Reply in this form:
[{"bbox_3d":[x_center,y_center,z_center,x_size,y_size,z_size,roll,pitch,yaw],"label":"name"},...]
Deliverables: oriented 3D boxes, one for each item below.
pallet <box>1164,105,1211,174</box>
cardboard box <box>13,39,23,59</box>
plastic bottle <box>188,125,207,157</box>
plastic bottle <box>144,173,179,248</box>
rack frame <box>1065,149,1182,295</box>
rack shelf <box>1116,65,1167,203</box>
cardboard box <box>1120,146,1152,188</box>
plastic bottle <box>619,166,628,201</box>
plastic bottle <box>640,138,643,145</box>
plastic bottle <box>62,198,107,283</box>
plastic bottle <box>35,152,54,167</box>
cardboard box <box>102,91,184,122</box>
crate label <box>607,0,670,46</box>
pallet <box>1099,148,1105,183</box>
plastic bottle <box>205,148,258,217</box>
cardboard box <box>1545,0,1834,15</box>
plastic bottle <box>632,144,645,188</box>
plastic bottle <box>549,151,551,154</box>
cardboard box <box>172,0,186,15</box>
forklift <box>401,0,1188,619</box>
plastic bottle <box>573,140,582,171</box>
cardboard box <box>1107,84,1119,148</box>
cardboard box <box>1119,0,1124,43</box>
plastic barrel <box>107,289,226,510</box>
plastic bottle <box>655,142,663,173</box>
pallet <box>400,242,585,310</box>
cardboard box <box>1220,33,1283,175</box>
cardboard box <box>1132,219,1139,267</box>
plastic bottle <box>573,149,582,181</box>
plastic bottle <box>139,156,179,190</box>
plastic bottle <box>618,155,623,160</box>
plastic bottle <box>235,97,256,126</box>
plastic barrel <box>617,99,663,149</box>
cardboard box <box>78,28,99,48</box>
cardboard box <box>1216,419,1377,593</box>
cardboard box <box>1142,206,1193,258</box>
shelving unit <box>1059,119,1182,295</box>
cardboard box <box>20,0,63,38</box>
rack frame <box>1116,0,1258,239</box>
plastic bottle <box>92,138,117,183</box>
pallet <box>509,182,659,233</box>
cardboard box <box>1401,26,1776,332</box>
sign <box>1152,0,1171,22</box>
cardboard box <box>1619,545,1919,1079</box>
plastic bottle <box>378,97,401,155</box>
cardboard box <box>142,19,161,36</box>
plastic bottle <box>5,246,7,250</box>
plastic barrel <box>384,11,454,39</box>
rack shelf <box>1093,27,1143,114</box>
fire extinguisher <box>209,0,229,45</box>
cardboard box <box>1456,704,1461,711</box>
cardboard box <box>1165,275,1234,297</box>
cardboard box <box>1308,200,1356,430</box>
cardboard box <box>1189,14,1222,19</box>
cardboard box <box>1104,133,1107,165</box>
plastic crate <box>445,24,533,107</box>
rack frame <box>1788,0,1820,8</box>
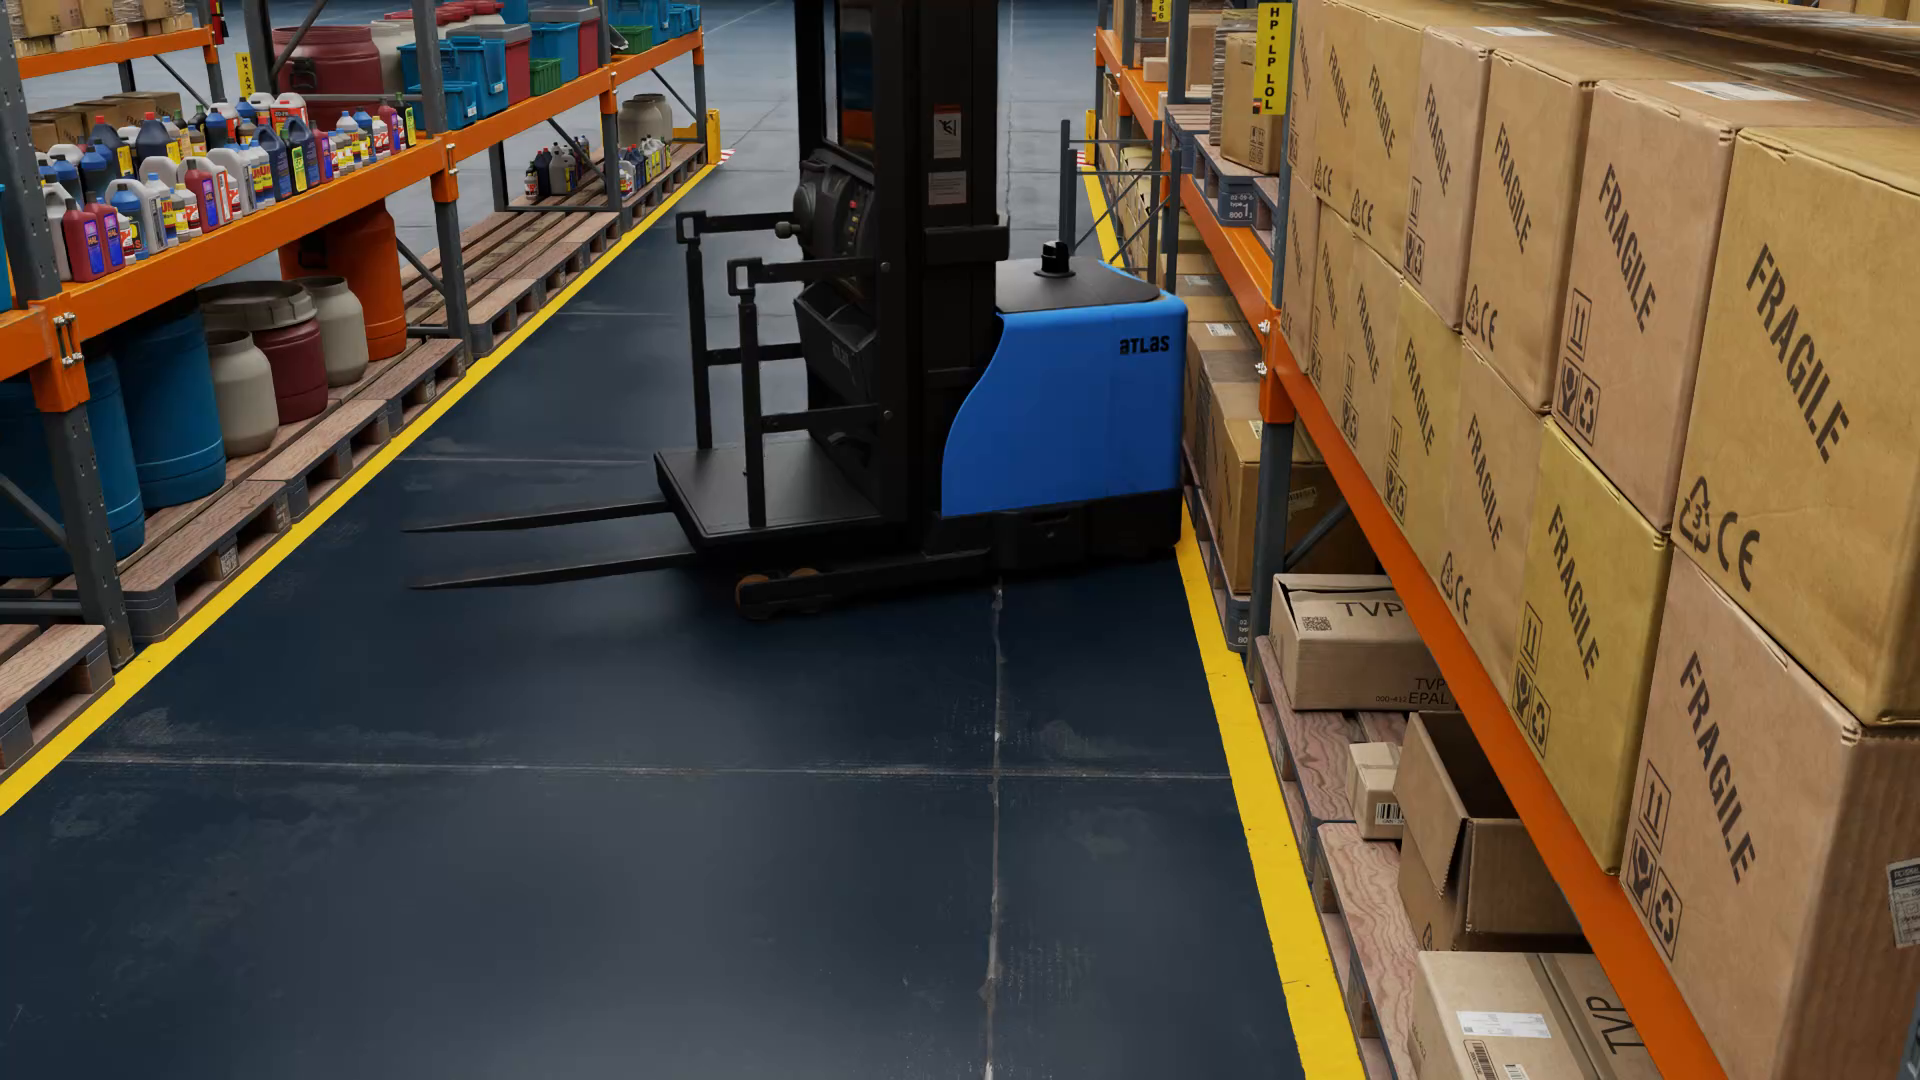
[{"bbox_3d":[1.670,-2.020,8.352,1.213,0.211,1.003,1,21,2],"label":"pallet"},{"bbox_3d":[-7.832,-3.959,13.433,0.380,0.149,0.250,1,21,2],"label":"cardboard box"},{"bbox_3d":[-3.716,-1.908,8.074,0.097,0.201,0.097,0,21,0],"label":"plastic bottle"},{"bbox_3d":[-3.015,-1.242,6.260,0.097,0.271,0.097,0,21,0],"label":"plastic bottle"},{"bbox_3d":[0.724,-1.018,7.580,0.500,1.500,0.032,1,21,2],"label":"rack frame"},{"bbox_3d":[1.681,-2.743,10.945,1.077,0.370,4.000,1,21,2],"label":"rack shelf"},{"bbox_3d":[1.481,-2.830,12.621,0.500,0.311,0.500,1,21,2],"label":"cardboard box"},{"bbox_3d":[-2.761,-2.901,13.521,0.097,0.271,0.097,0,21,0],"label":"plastic bottle"},{"bbox_3d":[-2.846,-3.483,15.006,0.061,0.283,0.133,1,21,2],"label":"plastic bottle"},{"bbox_3d":[-3.015,-1.038,5.719,0.061,0.283,0.133,1,21,2],"label":"plastic bottle"},{"bbox_3d":[-3.733,-1.416,6.702,0.152,0.276,0.135,1,21,2],"label":"plastic bottle"},{"bbox_3d":[-8.074,-4.163,16.485,0.500,0.500,0.500,5,22,12],"label":"cardboard box"},{"bbox_3d":[-2.873,-4.651,14.821,0.502,0.435,0.616,1,21,2],"label":"crate label"},{"bbox_3d":[1.882,-3.670,16.197,1.003,0.211,1.213,1,21,2],"label":"pallet"},{"bbox_3d":[-3.022,-1.488,6.890,0.152,0.276,0.135,1,21,2],"label":"plastic bottle"},{"bbox_3d":[1.729,-1.050,4.069,0.500,0.500,0.500,0,21,1],"label":"cardboard box"},{"bbox_3d":[-2.764,-3.183,14.139,0.144,0.351,0.185,0,21,-1],"label":"plastic bottle"},{"bbox_3d":[-3.508,-3.160,14.175,0.061,0.283,0.133,2,21,5],"label":"plastic bottle"},{"bbox_3d":[-8.082,-5.344,16.107,0.875,0.500,0.500,1,21,2],"label":"cardboard box"},{"bbox_3d":[-0.665,-1.283,6.283,3.031,2.935,1.130,-7,22,-18],"label":"forklift"},{"bbox_3d":[-3.464,-3.460,14.964,0.097,0.271,0.097,0,21,0],"label":"plastic bottle"},{"bbox_3d":[1.577,-3.777,14.801,0.500,0.500,0.500,1,21,2],"label":"cardboard box"},{"bbox_3d":[1.805,-4.756,15.001,0.700,0.500,0.500,1,21,2],"label":"cardboard box"},{"bbox_3d":[-3.397,-0.634,6.838,0.600,0.901,0.708,1,21,2],"label":"plastic barrel"},{"bbox_3d":[-2.744,-3.429,14.876,0.152,0.276,0.135,0,21,0],"label":"plastic bottle"},{"bbox_3d":[-3.228,-1.830,11.454,1.003,0.211,1.213,1,21,2],"label":"pallet"},{"bbox_3d":[1.491,-1.790,6.778,0.700,0.500,0.500,-5,22,-12],"label":"cardboard box"},{"bbox_3d":[1.436,-2.016,11.298,0.500,0.250,0.500,1,21,3],"label":"cardboard box"},{"bbox_3d":[-3.346,-3.276,14.471,0.061,0.283,0.133,1,21,2],"label":"plastic bottle"},{"bbox_3d":[-3.181,-1.406,6.678,0.152,0.276,0.135,1,21,2],"label":"plastic bottle"},{"bbox_3d":[-2.886,-3.131,14.116,0.097,0.271,0.097,0,21,0],"label":"plastic bottle"},{"bbox_3d":[-3.698,-2.156,8.617,0.097,0.271,0.097,0,21,0],"label":"plastic bottle"},{"bbox_3d":[-3.046,-3.919,15.842,0.421,0.512,0.421,0,21,0],"label":"plastic barrel"},{"bbox_3d":[-7.820,-4.411,14.598,0.380,0.149,0.250,1,21,2],"label":"cardboard box"},{"bbox_3d":[1.227,-0.130,6.064,0.500,0.500,0.500,1,21,1],"label":"cardboard box"},{"bbox_3d":[1.399,-1.910,10.251,0.500,0.311,0.500,0,21,1],"label":"cardboard box"},{"bbox_3d":[0.739,-1.199,8.045,0.587,1.500,1.083,1,21,2],"label":"shelving unit"},{"bbox_3d":[-8.034,-4.439,13.774,0.875,0.500,0.500,1,21,2],"label":"cardboard box"},{"bbox_3d":[1.742,-3.801,12.679,1.000,3.000,0.127,1,21,2],"label":"rack frame"},{"bbox_3d":[-3.685,-1.587,7.151,0.097,0.271,0.097,0,21,0],"label":"plastic bottle"},{"bbox_3d":[-3.147,-2.799,13.952,1.003,0.211,1.213,1,21,2],"label":"pallet"},{"bbox_3d":[1.157,-0.695,3.153,0.500,0.500,0.500,1,21,3],"label":"cardboard box"},{"bbox_3d":[1.066,-2.900,8.754,0.100,0.325,0.005,1,21,2],"label":"sign"},{"bbox_3d":[1.119,0.326,1.903,0.500,0.500,0.500,1,21,3],"label":"cardboard box"},{"bbox_3d":[-2.923,-2.122,8.512,0.061,0.283,0.133,1,21,2],"label":"plastic bottle"},{"bbox_3d":[-7.828,-4.864,15.765,0.380,0.149,0.250,1,21,2],"label":"cardboard box"},{"bbox_3d":[-3.607,-1.276,6.238,0.144,0.351,0.185,1,21,2],"label":"plastic bottle"},{"bbox_3d":[-3.493,-3.155,10.826,0.433,0.535,0.433,0,21,0],"label":"plastic barrel"},{"bbox_3d":[1.803,-4.189,14.673,1.077,0.370,4.000,1,21,2],"label":"rack shelf"},{"bbox_3d":[-7.574,-5.358,16.798,0.296,0.674,0.183,1,21,2],"label":"fire extinguisher"},{"bbox_3d":[1.765,0.261,5.057,0.500,0.500,0.500,1,21,2],"label":"cardboard box"},{"bbox_3d":[1.311,-1.044,8.420,0.500,0.500,0.500,0,21,0],"label":"cardboard box"},{"bbox_3d":[1.198,-0.589,4.261,0.500,0.500,0.500,1,21,3],"label":"cardboard box"},{"bbox_3d":[1.671,-3.199,10.988,0.500,0.500,0.500,1,21,2],"label":"cardboard box"},{"bbox_3d":[1.598,-3.608,15.402,0.500,0.250,0.500,1,21,2],"label":"cardboard box"},{"bbox_3d":[-2.976,-3.021,10.581,0.402,0.464,0.583,1,21,2],"label":"plastic crate"},{"bbox_3d":[6.694,-3.748,12.542,1.000,3.000,0.127,1,21,2],"label":"rack frame"}]
